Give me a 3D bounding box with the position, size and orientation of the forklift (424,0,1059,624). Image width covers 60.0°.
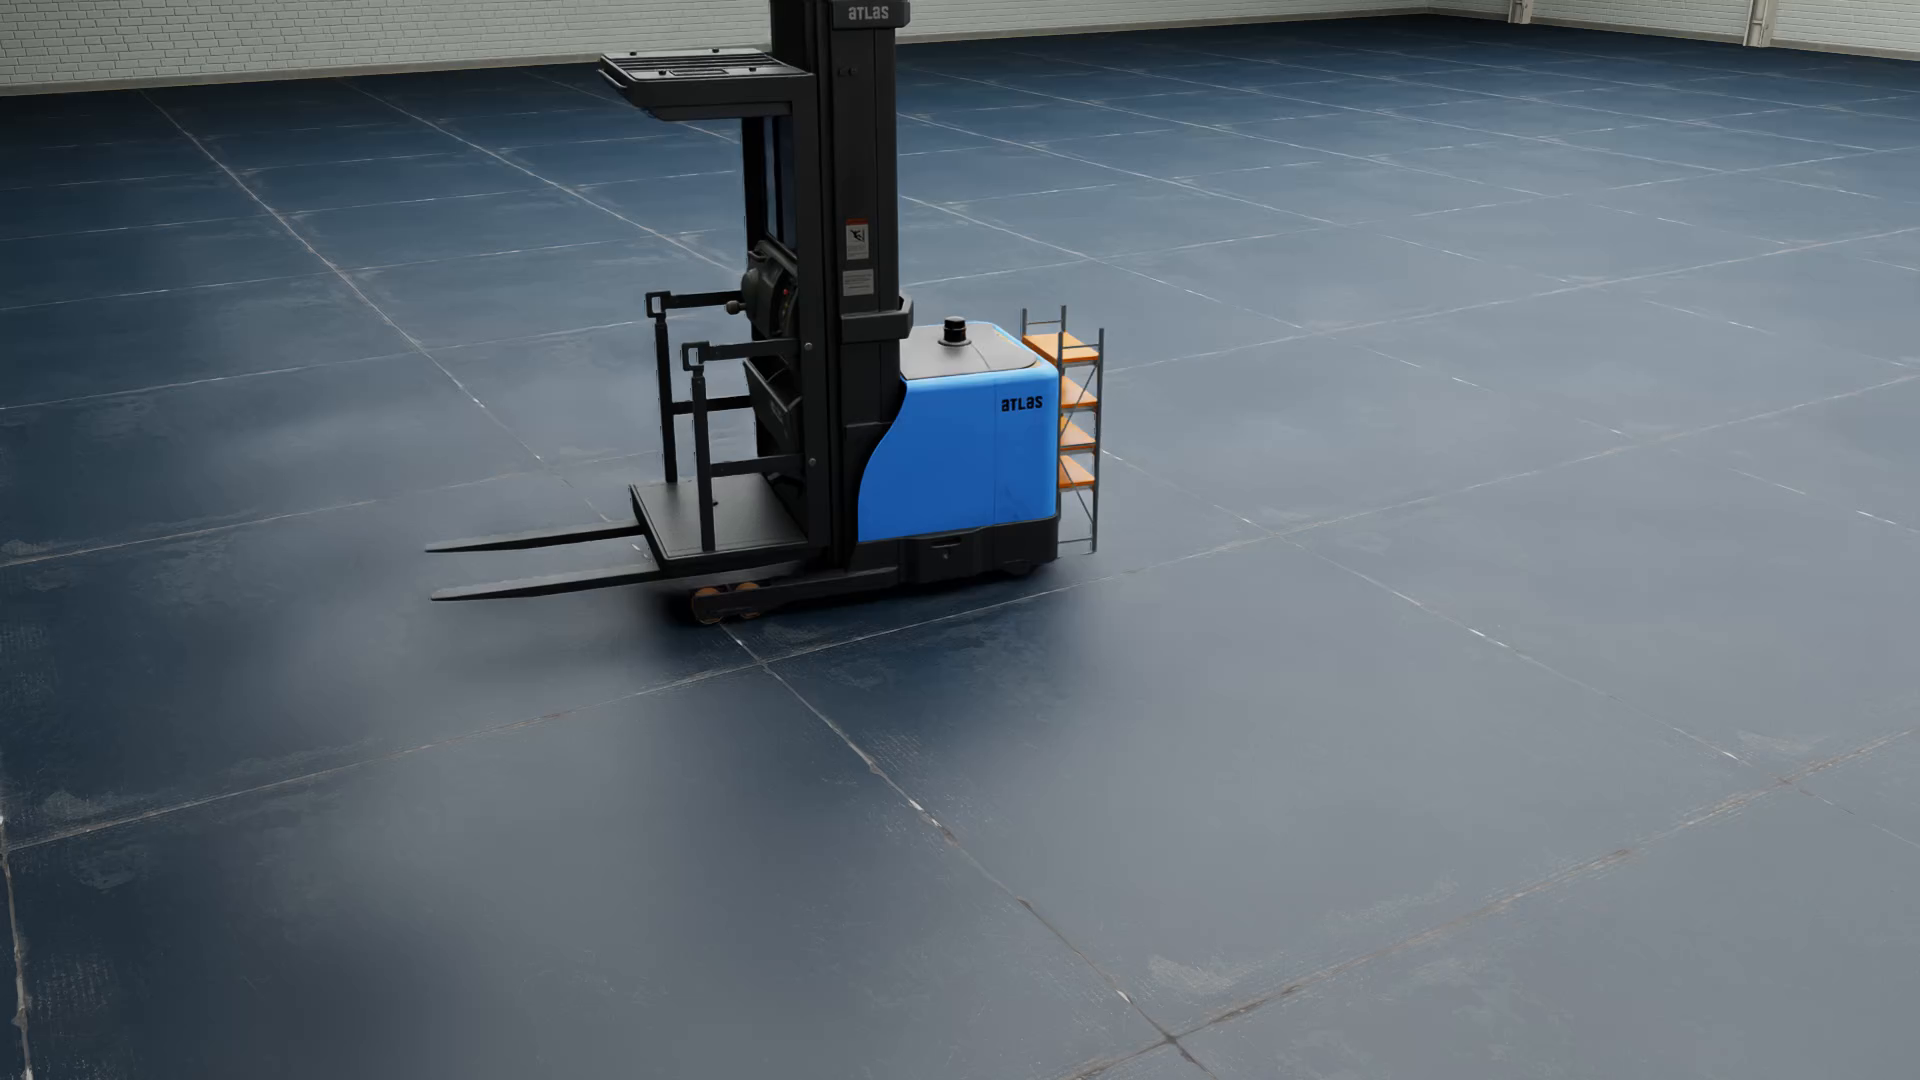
[{"bbox_3d":[-1.081,-1.186,7.837,3.031,2.935,1.130,-7,23,-18],"label":"forklift"}]

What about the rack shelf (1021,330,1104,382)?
[{"bbox_3d":[0.515,-0.927,8.454,0.258,0.148,0.480,-7,23,-18],"label":"rack shelf"}]

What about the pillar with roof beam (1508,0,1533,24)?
[{"bbox_3d":[8.916,-15.008,33.784,9.100,9.000,0.400,-13,25,-28],"label":"pillar with roof beam"}]

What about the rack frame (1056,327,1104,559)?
[{"bbox_3d":[0.594,-0.476,8.388,0.240,1.200,0.015,-7,23,-18],"label":"rack frame"}]

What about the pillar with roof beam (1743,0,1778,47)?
[{"bbox_3d":[11.981,-13.065,29.005,9.100,9.000,0.400,-13,25,-28],"label":"pillar with roof beam"}]

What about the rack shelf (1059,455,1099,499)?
[{"bbox_3d":[0.514,-0.316,8.701,0.258,0.148,0.480,-7,23,-18],"label":"rack shelf"}]

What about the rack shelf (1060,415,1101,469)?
[{"bbox_3d":[0.515,-0.500,8.627,0.258,0.148,0.480,-7,23,-18],"label":"rack shelf"}]

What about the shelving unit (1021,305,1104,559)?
[{"bbox_3d":[0.515,-0.562,8.601,0.258,1.200,0.503,-7,23,-18],"label":"shelving unit"}]

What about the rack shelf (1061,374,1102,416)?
[{"bbox_3d":[0.515,-0.707,8.542,0.258,0.148,0.480,-7,23,-18],"label":"rack shelf"}]

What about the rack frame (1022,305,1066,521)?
[{"bbox_3d":[0.435,-0.649,8.815,0.240,1.200,0.015,-7,23,-18],"label":"rack frame"}]
